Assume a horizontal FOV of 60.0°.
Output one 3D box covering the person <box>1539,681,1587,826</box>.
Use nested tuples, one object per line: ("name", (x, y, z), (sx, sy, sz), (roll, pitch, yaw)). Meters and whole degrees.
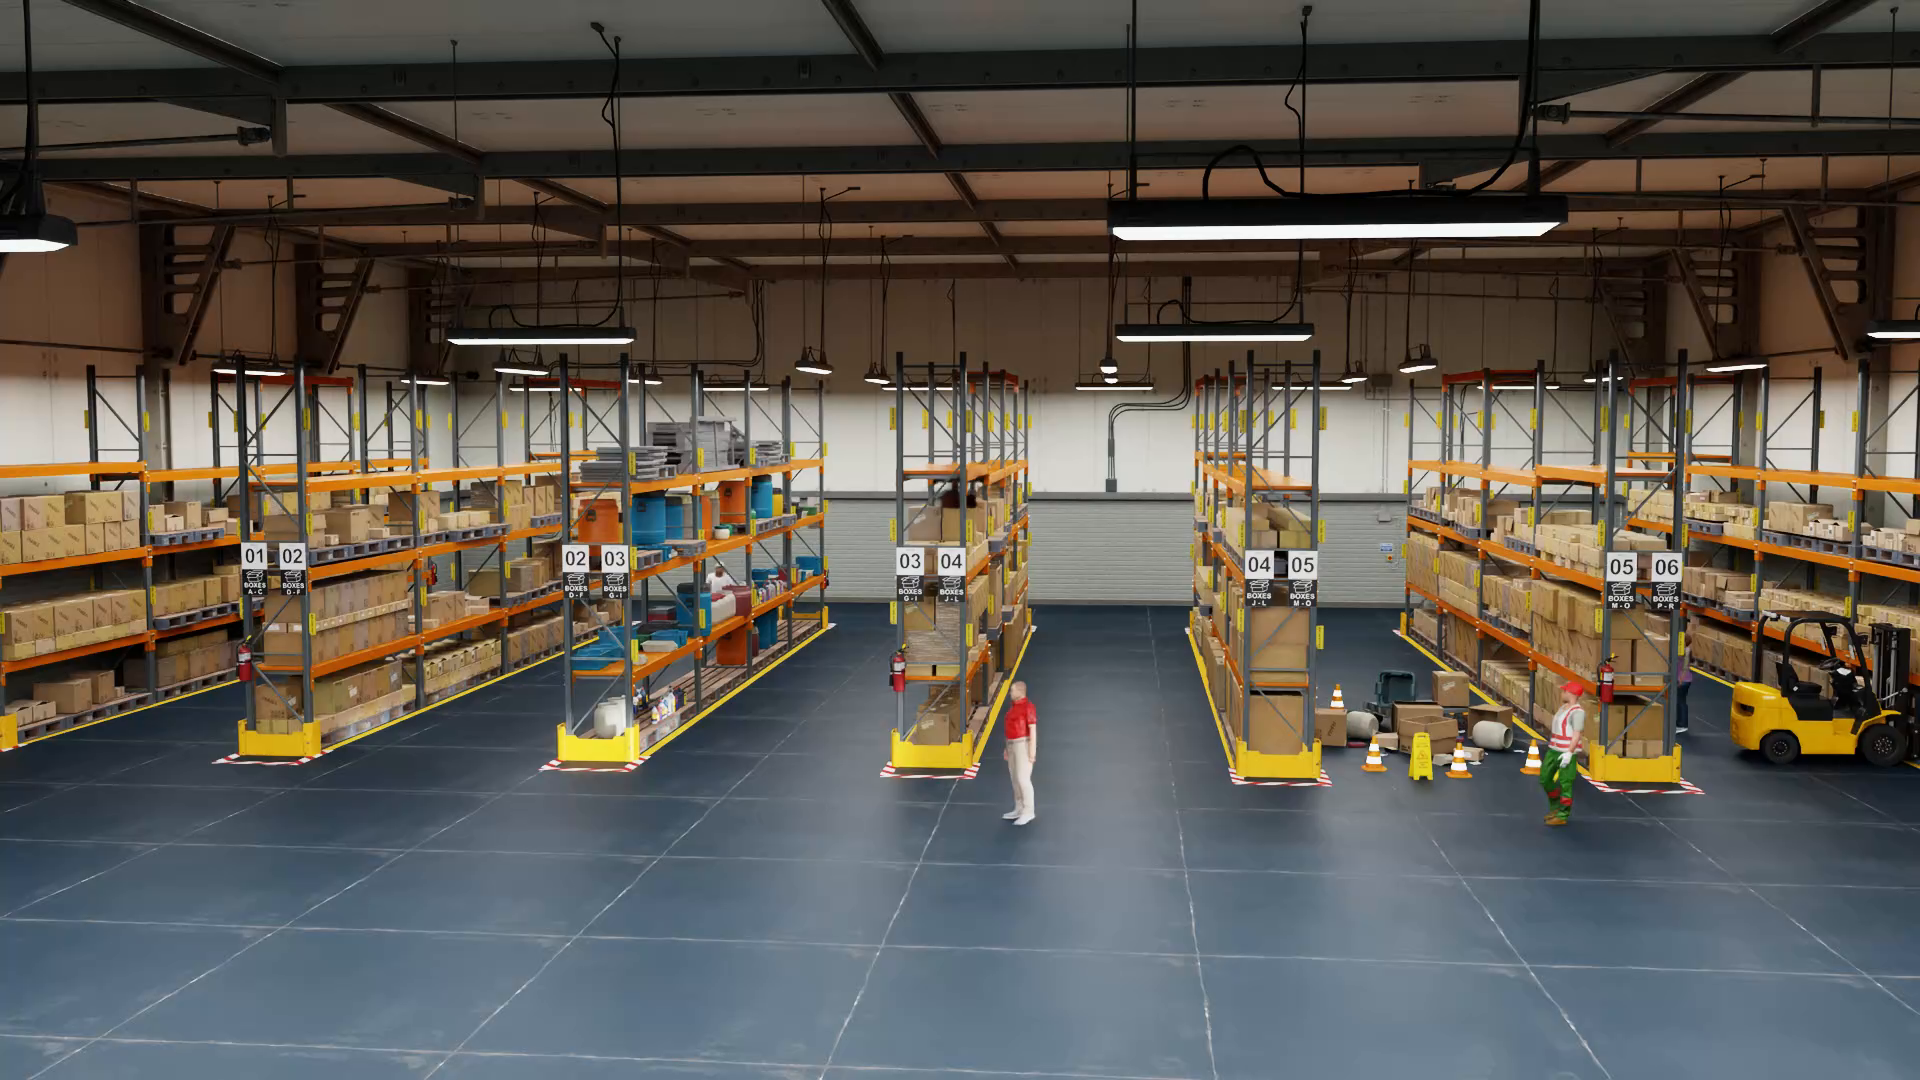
("person", (7.491, 2.657, 20.693), (0.522, 1.810, 0.578), (-2, 4, -23))

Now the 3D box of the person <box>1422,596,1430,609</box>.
("person", (12.211, 1.089, 42.736), (0.856, 1.739, 0.567), (0, 4, -5))

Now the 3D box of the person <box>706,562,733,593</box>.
("person", (-5.672, 1.380, 38.991), (0.723, 1.744, 1.003), (1, 4, 8))

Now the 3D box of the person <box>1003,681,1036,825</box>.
("person", (0.736, 2.669, 20.946), (0.386, 1.778, 0.605), (-2, 4, -24))

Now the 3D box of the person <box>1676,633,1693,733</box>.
("person", (11.664, 2.302, 26.917), (0.350, 1.612, 0.504), (3, 5, 36))
